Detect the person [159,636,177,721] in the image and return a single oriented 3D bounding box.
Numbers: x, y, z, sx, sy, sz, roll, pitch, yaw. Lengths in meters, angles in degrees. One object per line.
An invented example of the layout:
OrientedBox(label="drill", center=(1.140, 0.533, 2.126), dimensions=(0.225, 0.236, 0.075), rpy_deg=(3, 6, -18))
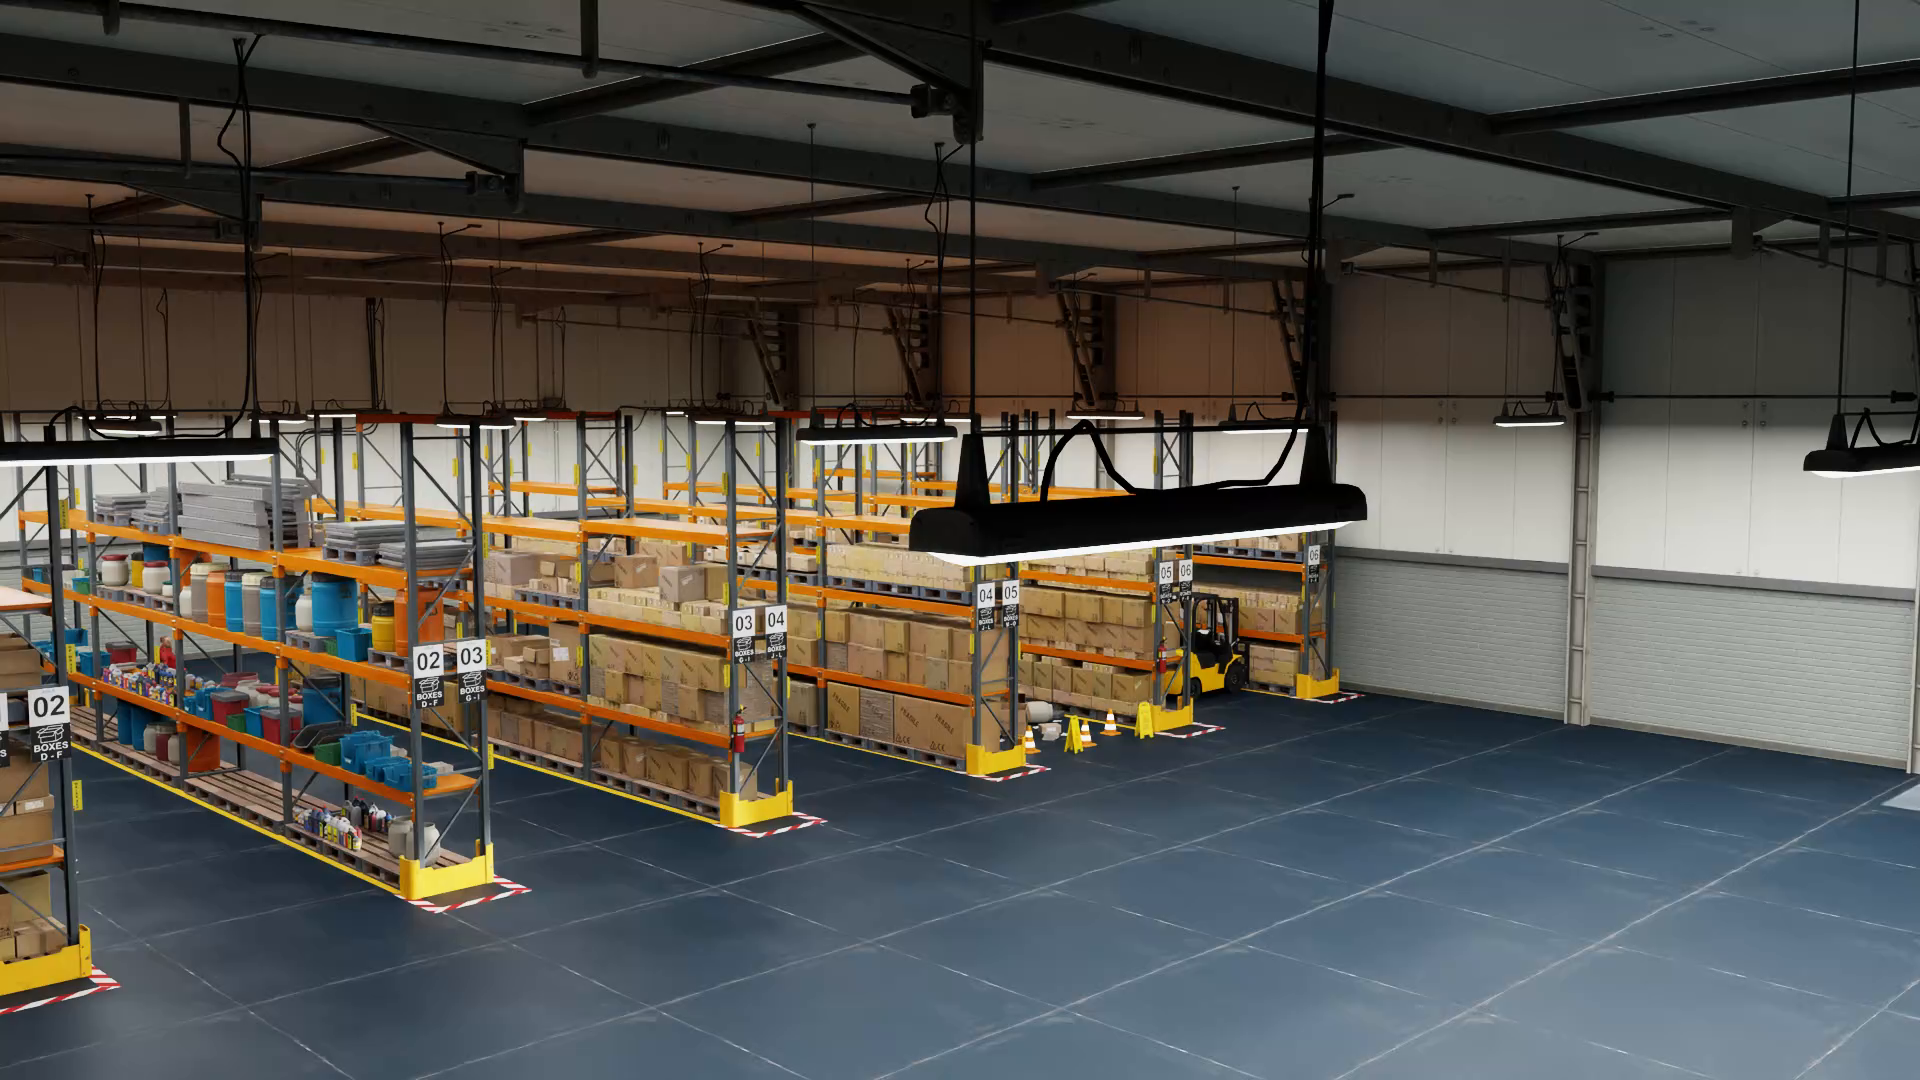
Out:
OrientedBox(label="person", center=(-15.191, 2.706, 31.977), dimensions=(0.438, 1.769, 0.603), rpy_deg=(-4, 6, -38))
